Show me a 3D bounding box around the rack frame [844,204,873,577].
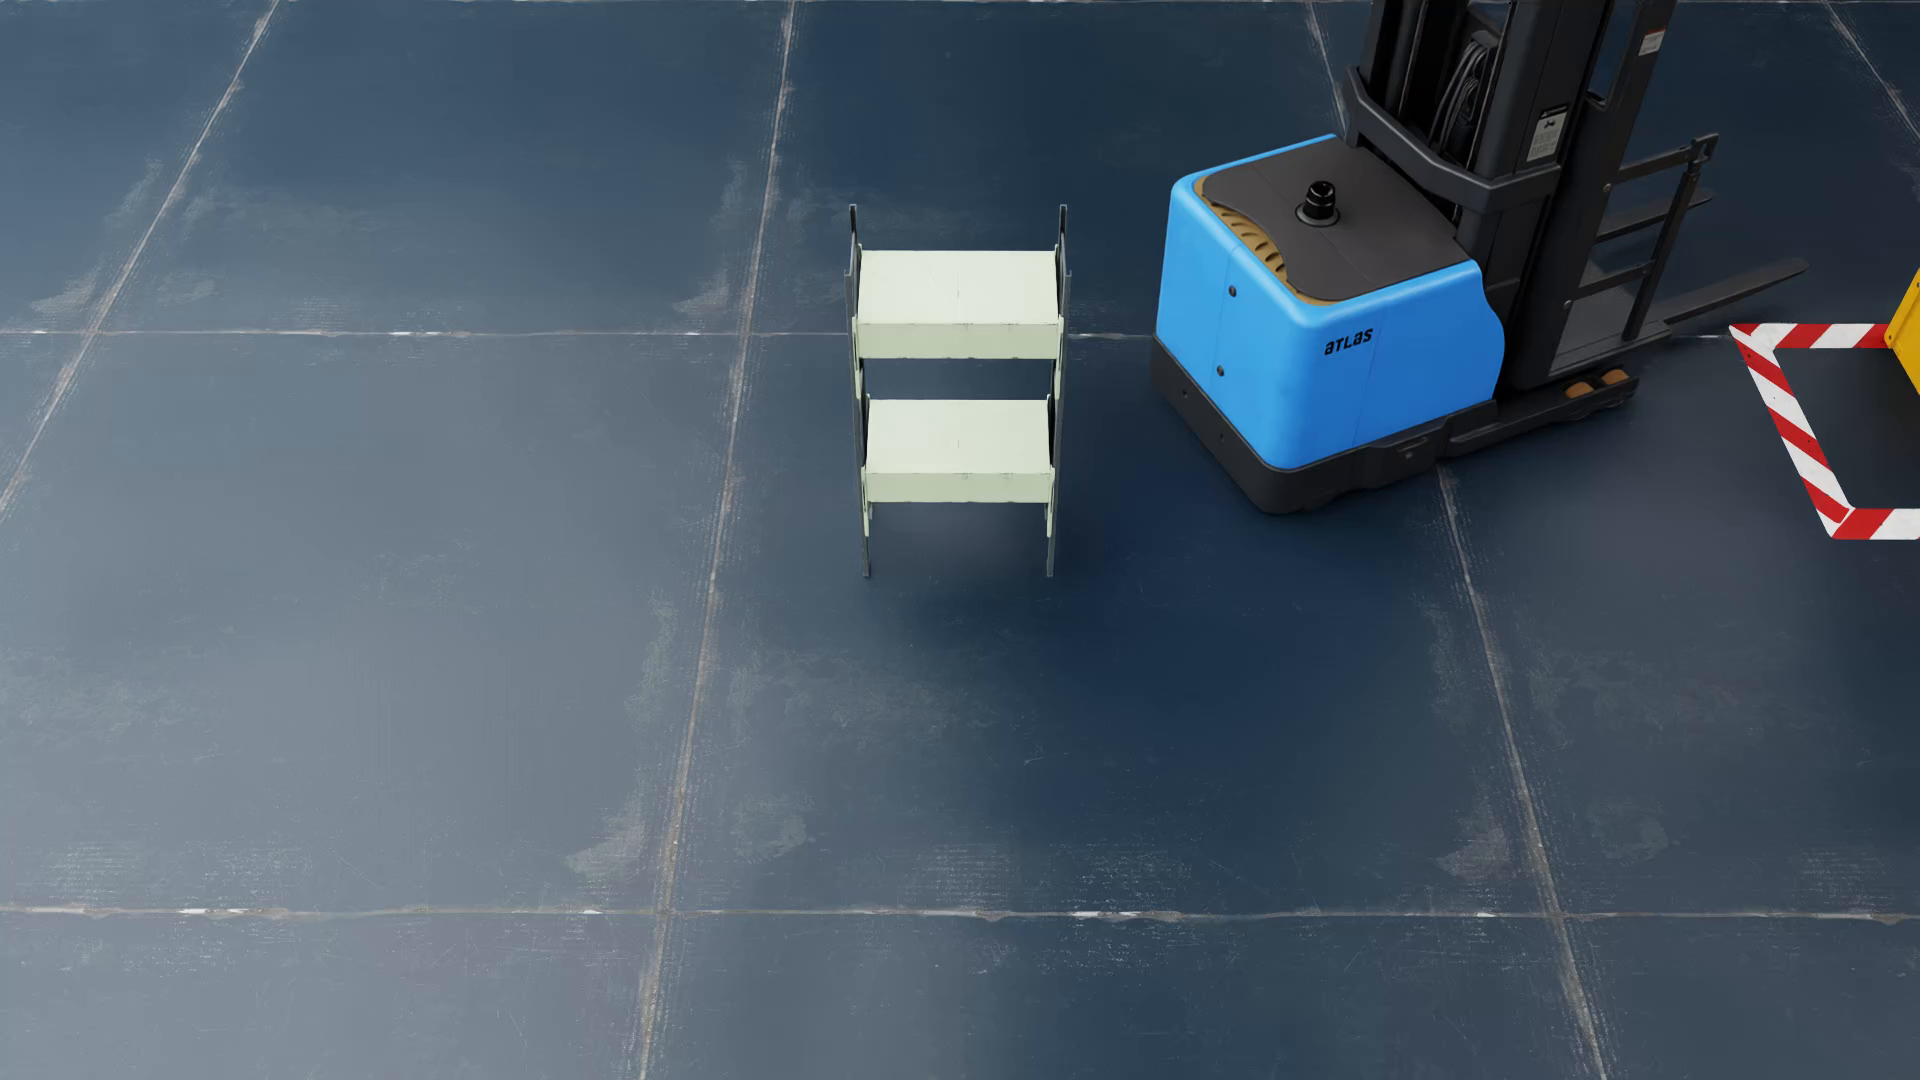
[{"bbox_3d":[-0.373,-0.512,6.202,0.023,1.500,0.400,0,47,0],"label":"rack frame"}]

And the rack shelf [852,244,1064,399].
[{"bbox_3d":[-0.007,-0.777,5.915,0.720,0.370,0.431,0,47,0],"label":"rack shelf"}]

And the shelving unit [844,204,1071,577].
[{"bbox_3d":[-0.007,-0.511,6.201,0.755,1.500,0.431,0,47,0],"label":"shelving unit"}]

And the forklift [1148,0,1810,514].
[{"bbox_3d":[2.387,-1.851,6.471,3.031,2.935,1.130,-19,50,-17],"label":"forklift"}]

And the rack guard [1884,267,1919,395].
[{"bbox_3d":[4.397,-0.706,7.066,0.348,0.500,1.175,0,47,0],"label":"rack guard"}]

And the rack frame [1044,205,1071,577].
[{"bbox_3d":[0.359,-0.510,6.200,0.023,1.500,0.400,0,47,0],"label":"rack frame"}]

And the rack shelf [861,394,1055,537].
[{"bbox_3d":[-0.007,-0.289,6.440,0.720,0.370,0.431,0,47,0],"label":"rack shelf"}]
